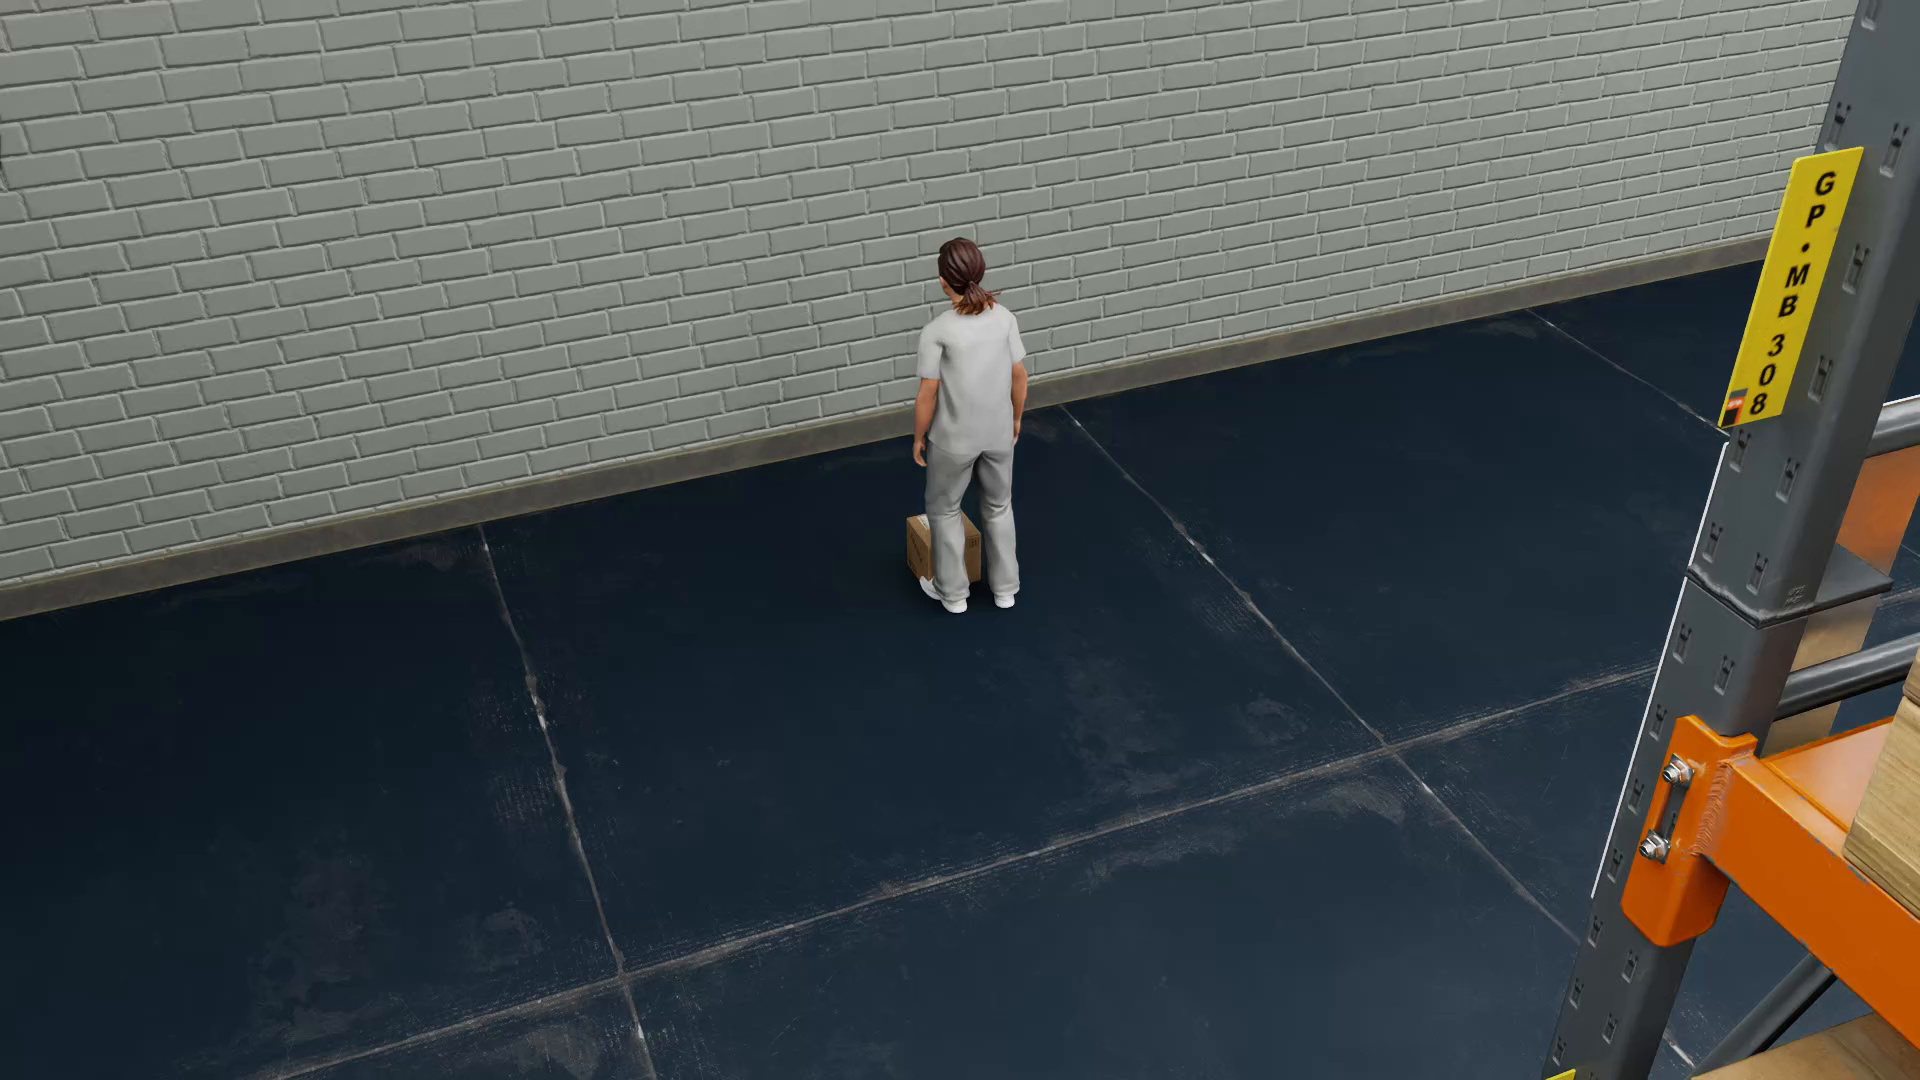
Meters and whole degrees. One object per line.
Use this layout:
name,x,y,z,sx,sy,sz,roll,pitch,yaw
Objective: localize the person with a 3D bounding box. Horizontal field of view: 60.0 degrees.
person,0.025,-0.440,6.804,0.485,1.673,0.407,-13,36,-18
